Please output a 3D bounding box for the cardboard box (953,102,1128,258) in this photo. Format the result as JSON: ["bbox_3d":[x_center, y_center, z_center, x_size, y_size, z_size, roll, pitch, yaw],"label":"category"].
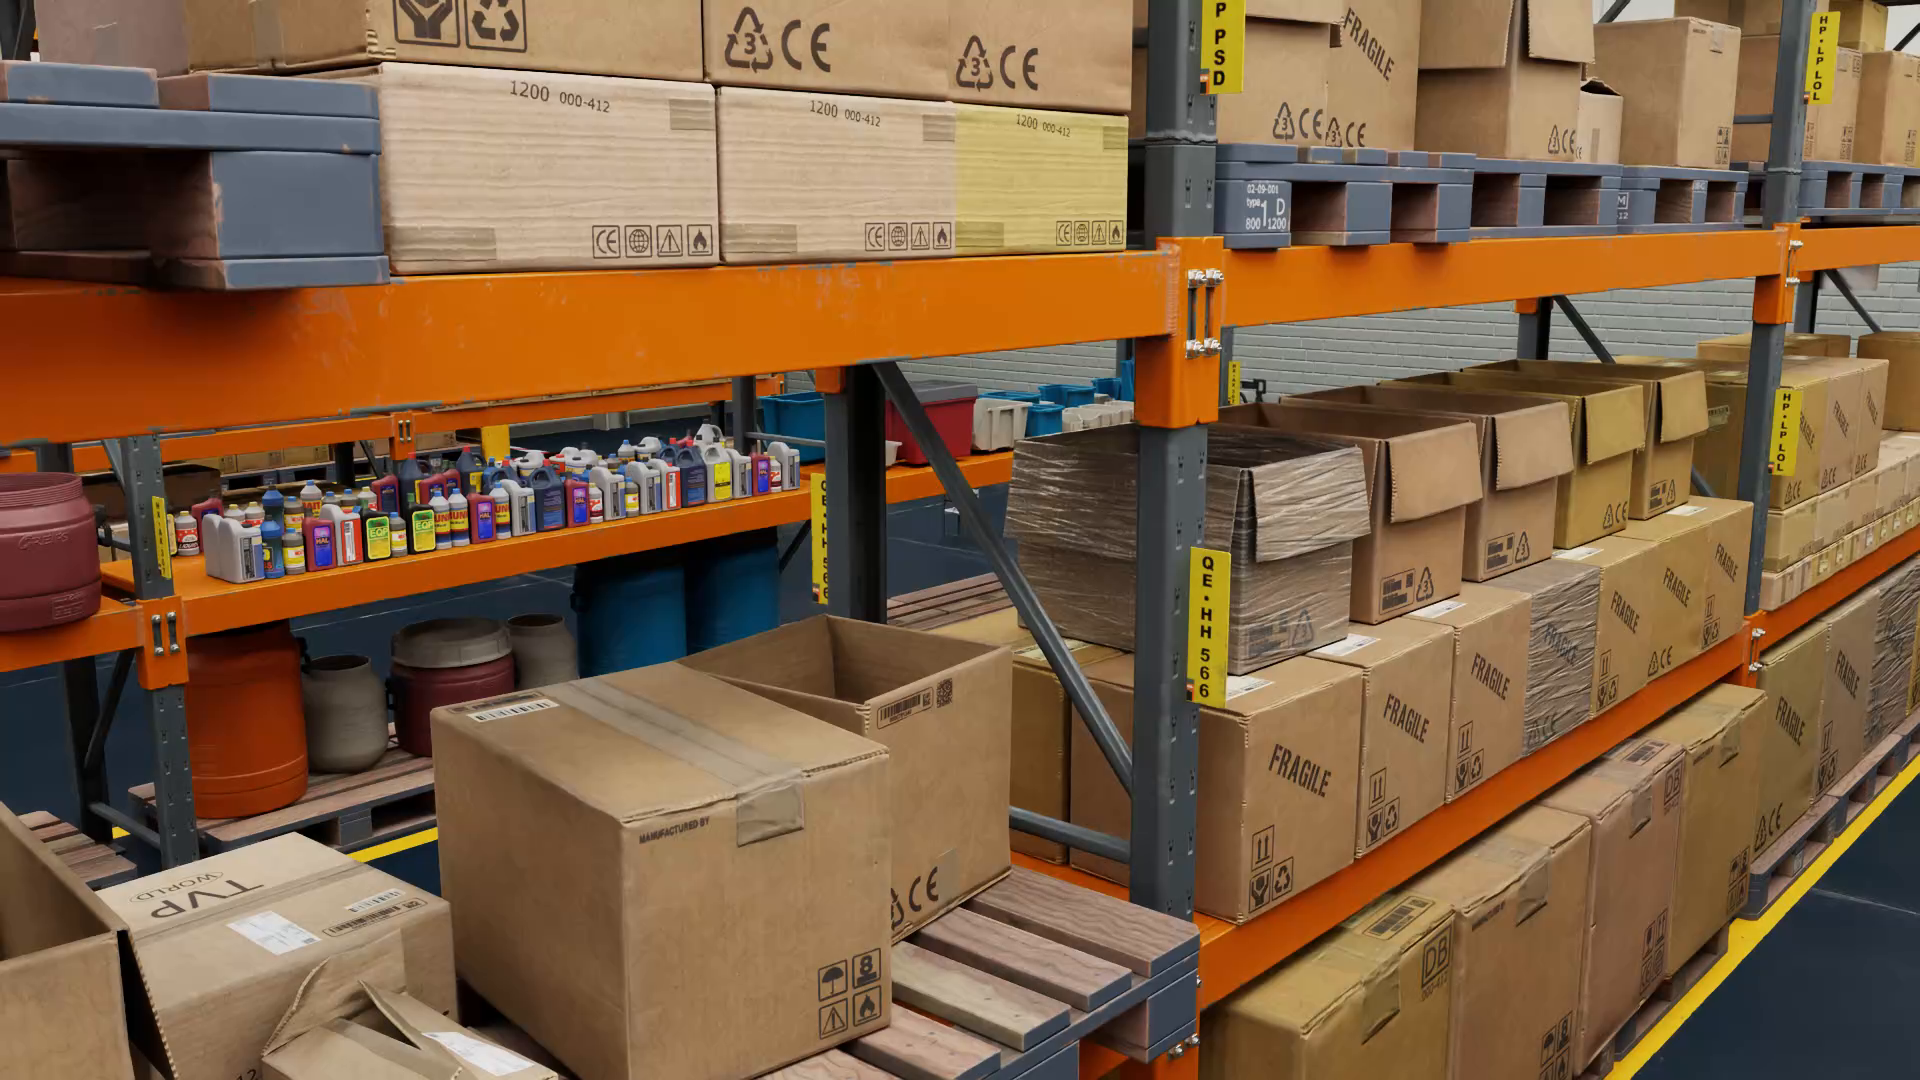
[{"bbox_3d":[-0.039,-0.656,3.061,0.500,0.250,0.500,10,15,40],"label":"cardboard box"}]

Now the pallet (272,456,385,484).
[{"bbox_3d":[-7.065,-0.785,18.101,1.003,0.211,1.213,10,15,40],"label":"pallet"}]

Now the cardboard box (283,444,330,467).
[{"bbox_3d":[-7.186,-1.096,17.848,0.700,0.500,0.500,10,15,42],"label":"cardboard box"}]

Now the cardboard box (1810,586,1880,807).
[{"bbox_3d":[3.821,0.668,8.060,0.875,0.875,0.875,10,15,40],"label":"cardboard box"}]

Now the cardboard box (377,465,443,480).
[{"bbox_3d":[-4.545,-0.340,14.016,0.500,0.500,0.500,10,15,40],"label":"cardboard box"}]

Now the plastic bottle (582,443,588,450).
[{"bbox_3d":[-2.138,-0.402,9.365,0.061,0.283,0.133,10,15,40],"label":"plastic bottle"}]

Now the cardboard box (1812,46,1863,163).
[{"bbox_3d":[3.561,-1.925,7.450,0.700,0.500,0.500,11,16,43],"label":"cardboard box"}]

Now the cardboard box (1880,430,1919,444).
[{"bbox_3d":[4.916,-0.429,8.826,0.500,0.250,0.500,9,15,39],"label":"cardboard box"}]

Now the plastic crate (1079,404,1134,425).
[{"bbox_3d":[1.047,-0.894,12.046,0.396,0.136,0.243,10,15,40],"label":"plastic crate"}]

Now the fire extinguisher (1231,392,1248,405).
[{"bbox_3d":[2.092,-0.920,12.810,0.296,0.674,0.183,10,15,40],"label":"fire extinguisher"}]

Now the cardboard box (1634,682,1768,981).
[{"bbox_3d":[2.324,0.984,6.478,1.225,0.875,0.875,10,15,41],"label":"cardboard box"}]

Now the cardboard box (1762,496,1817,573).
[{"bbox_3d":[3.238,-0.056,6.958,0.500,0.250,0.500,9,15,39],"label":"cardboard box"}]

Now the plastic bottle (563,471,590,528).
[{"bbox_3d":[-1.941,-0.210,8.403,0.061,0.283,0.133,10,15,40],"label":"plastic bottle"}]

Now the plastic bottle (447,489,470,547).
[{"bbox_3d":[-2.394,-0.109,7.926,0.097,0.271,0.097,0,11,0],"label":"plastic bottle"}]

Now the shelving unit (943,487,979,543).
[{"bbox_3d":[0.005,-0.442,14.629,0.258,0.900,0.210,10,15,40],"label":"shelving unit"}]

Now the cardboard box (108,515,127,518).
[{"bbox_3d":[-6.223,0.046,12.079,0.500,0.500,0.500,9,14,38],"label":"cardboard box"}]

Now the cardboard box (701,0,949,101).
[{"bbox_3d":[-0.366,-0.946,2.599,0.500,0.500,0.500,10,15,40],"label":"cardboard box"}]

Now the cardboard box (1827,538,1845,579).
[{"bbox_3d":[3.696,0.058,7.406,0.380,0.149,0.250,9,15,39],"label":"cardboard box"}]

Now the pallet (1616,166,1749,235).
[{"bbox_3d":[2.163,-1.185,5.814,0.805,0.209,1.217,9,14,38],"label":"pallet"}]

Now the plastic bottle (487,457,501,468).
[{"bbox_3d":[-2.507,-0.309,8.928,0.097,0.271,0.097,0,11,0],"label":"plastic bottle"}]

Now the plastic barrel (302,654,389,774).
[{"bbox_3d":[-3.014,0.845,8.103,0.421,0.512,0.421,0,11,0],"label":"plastic barrel"}]

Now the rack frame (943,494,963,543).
[{"bbox_3d":[-0.062,-0.428,14.554,0.240,0.900,0.006,10,15,40],"label":"rack frame"}]

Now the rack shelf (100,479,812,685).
[{"bbox_3d":[-2.309,0.058,8.599,1.077,0.370,4.000,10,15,40],"label":"rack shelf"}]

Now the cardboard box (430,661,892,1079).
[{"bbox_3d":[-0.529,0.565,2.899,0.500,0.500,0.700,-9,15,-39],"label":"cardboard box"}]

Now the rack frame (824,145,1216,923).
[{"bbox_3d":[0.091,0.640,3.849,1.000,3.000,0.127,10,15,40],"label":"rack frame"}]

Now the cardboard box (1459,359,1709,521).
[{"bbox_3d":[2.316,-0.395,6.212,0.797,0.503,0.637,9,15,39],"label":"cardboard box"}]

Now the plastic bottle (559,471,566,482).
[{"bbox_3d":[-2.012,-0.212,8.442,0.097,0.271,0.097,0,11,0],"label":"plastic bottle"}]

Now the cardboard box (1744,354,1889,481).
[{"bbox_3d":[3.910,-0.575,7.639,0.500,0.500,0.500,9,15,39],"label":"cardboard box"}]

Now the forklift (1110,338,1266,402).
[{"bbox_3d":[2.202,-1.513,14.801,3.031,2.935,1.130,9,14,37],"label":"forklift"}]

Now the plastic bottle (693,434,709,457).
[{"bbox_3d":[-1.458,-0.406,9.211,0.144,0.351,0.185,10,15,40],"label":"plastic bottle"}]

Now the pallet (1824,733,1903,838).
[{"bbox_3d":[4.097,1.137,8.481,1.003,0.211,1.213,10,15,40],"label":"pallet"}]

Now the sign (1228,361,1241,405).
[{"bbox_3d":[2.075,-1.189,12.588,0.100,0.325,0.005,10,15,40],"label":"sign"}]

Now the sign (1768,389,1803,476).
[{"bbox_3d":[3.145,-0.409,6.346,0.100,0.325,0.005,10,15,40],"label":"sign"}]

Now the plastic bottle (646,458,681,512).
[{"bbox_3d":[-1.581,-0.300,8.874,0.152,0.276,0.135,10,15,40],"label":"plastic bottle"}]

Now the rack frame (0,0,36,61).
[{"bbox_3d":[-3.630,-2.942,6.468,1.000,3.000,0.127,10,15,40],"label":"rack frame"}]

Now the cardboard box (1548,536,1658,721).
[{"bbox_3d":[1.956,0.256,5.515,0.500,0.500,0.500,10,15,40],"label":"cardboard box"}]

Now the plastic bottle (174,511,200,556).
[{"bbox_3d":[-3.593,-0.032,7.722,0.097,0.201,0.097,0,11,0],"label":"plastic bottle"}]

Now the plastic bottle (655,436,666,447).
[{"bbox_3d":[-1.766,-0.474,9.754,0.097,0.271,0.097,0,11,0],"label":"plastic bottle"}]

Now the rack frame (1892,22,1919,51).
[{"bbox_3d":[5.372,-3.479,9.155,1.000,3.000,0.127,10,15,40],"label":"rack frame"}]

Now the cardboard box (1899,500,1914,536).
[{"bbox_3d":[4.540,-0.130,8.347,0.380,0.149,0.250,10,15,41],"label":"cardboard box"}]

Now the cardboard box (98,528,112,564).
[{"bbox_3d":[-6.157,0.188,11.372,0.500,0.500,0.500,10,15,40],"label":"cardboard box"}]

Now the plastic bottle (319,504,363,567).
[{"bbox_3d":[-2.796,-0.030,7.518,0.152,0.276,0.135,10,15,40],"label":"plastic bottle"}]

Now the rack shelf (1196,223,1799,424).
[{"bbox_3d":[1.411,-0.773,5.099,1.077,0.370,4.000,10,15,40],"label":"rack shelf"}]

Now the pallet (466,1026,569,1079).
[{"bbox_3d":[-1.185,1.030,2.383,1.003,0.211,1.213,10,15,40],"label":"pallet"}]

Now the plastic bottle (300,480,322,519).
[{"bbox_3d":[-3.184,-0.158,8.172,0.097,0.271,0.097,0,11,0],"label":"plastic bottle"}]

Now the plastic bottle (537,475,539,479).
[{"bbox_3d":[-2.239,-0.289,9.007,0.097,0.201,0.097,0,11,0],"label":"plastic bottle"}]

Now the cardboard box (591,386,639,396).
[{"bbox_3d":[-3.164,-1.543,14.522,0.500,0.500,0.500,9,15,40],"label":"cardboard box"}]

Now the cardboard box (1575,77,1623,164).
[{"bbox_3d":[1.940,-1.432,5.720,0.500,0.311,0.500,9,14,38],"label":"cardboard box"}]

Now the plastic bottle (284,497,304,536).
[{"bbox_3d":[-3.248,-0.109,8.107,0.097,0.201,0.097,0,11,0],"label":"plastic bottle"}]

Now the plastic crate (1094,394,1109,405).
[{"bbox_3d":[0.967,-1.047,12.817,0.250,0.136,0.298,10,15,40],"label":"plastic crate"}]

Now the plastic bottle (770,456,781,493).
[{"bbox_3d":[-1.063,-0.371,9.419,0.097,0.201,0.097,0,11,0],"label":"plastic bottle"}]

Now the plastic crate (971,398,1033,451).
[{"bbox_3d":[0.157,-0.761,11.013,0.437,0.282,0.530,10,15,40],"label":"plastic crate"}]
